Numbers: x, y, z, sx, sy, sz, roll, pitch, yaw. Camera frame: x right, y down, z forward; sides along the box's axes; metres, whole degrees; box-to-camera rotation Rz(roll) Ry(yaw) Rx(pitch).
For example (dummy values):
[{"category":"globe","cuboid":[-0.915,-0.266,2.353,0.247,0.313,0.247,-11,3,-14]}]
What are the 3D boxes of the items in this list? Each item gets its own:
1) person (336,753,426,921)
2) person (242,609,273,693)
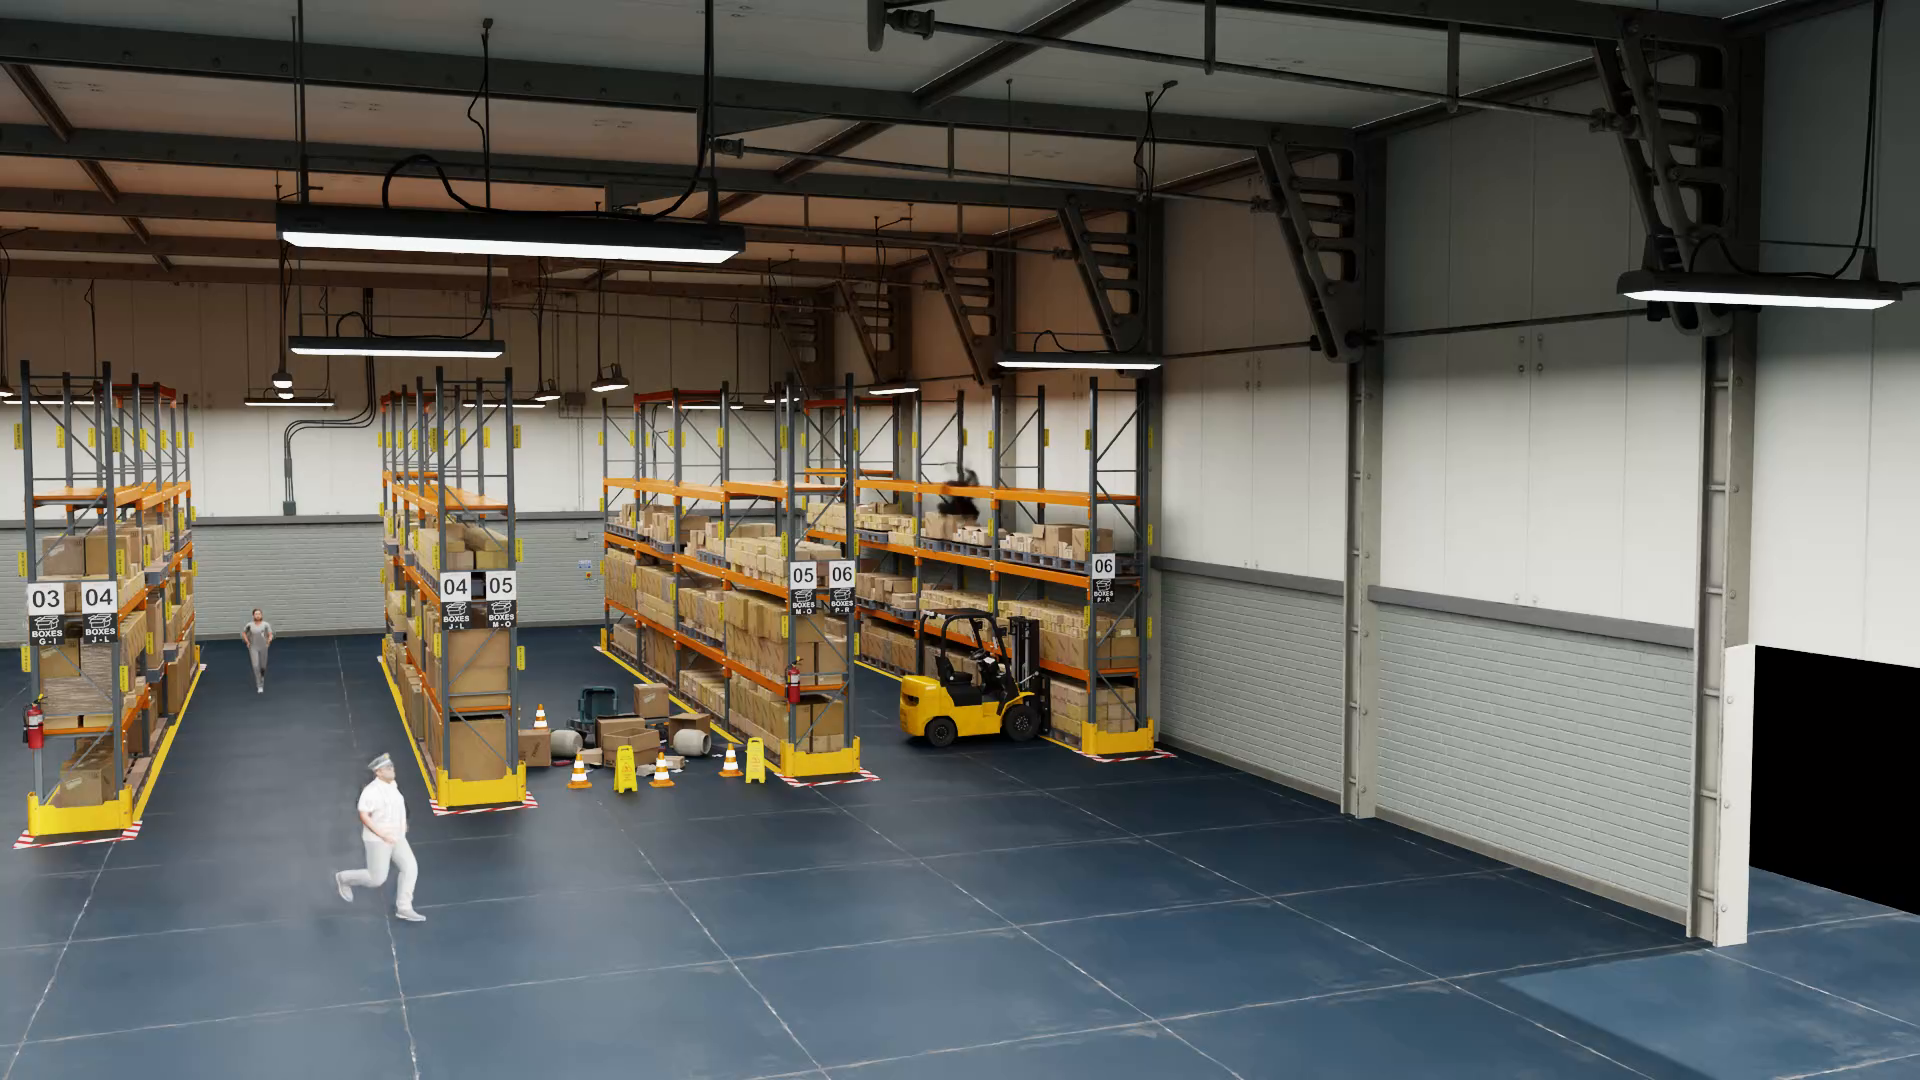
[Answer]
[{"category":"person","cuboid":[-6.046,3.105,17.382,0.939,1.767,0.651,1,4,16]},{"category":"person","cuboid":[-14.021,2.193,33.217,0.566,1.657,0.804,-2,4,-25]}]
